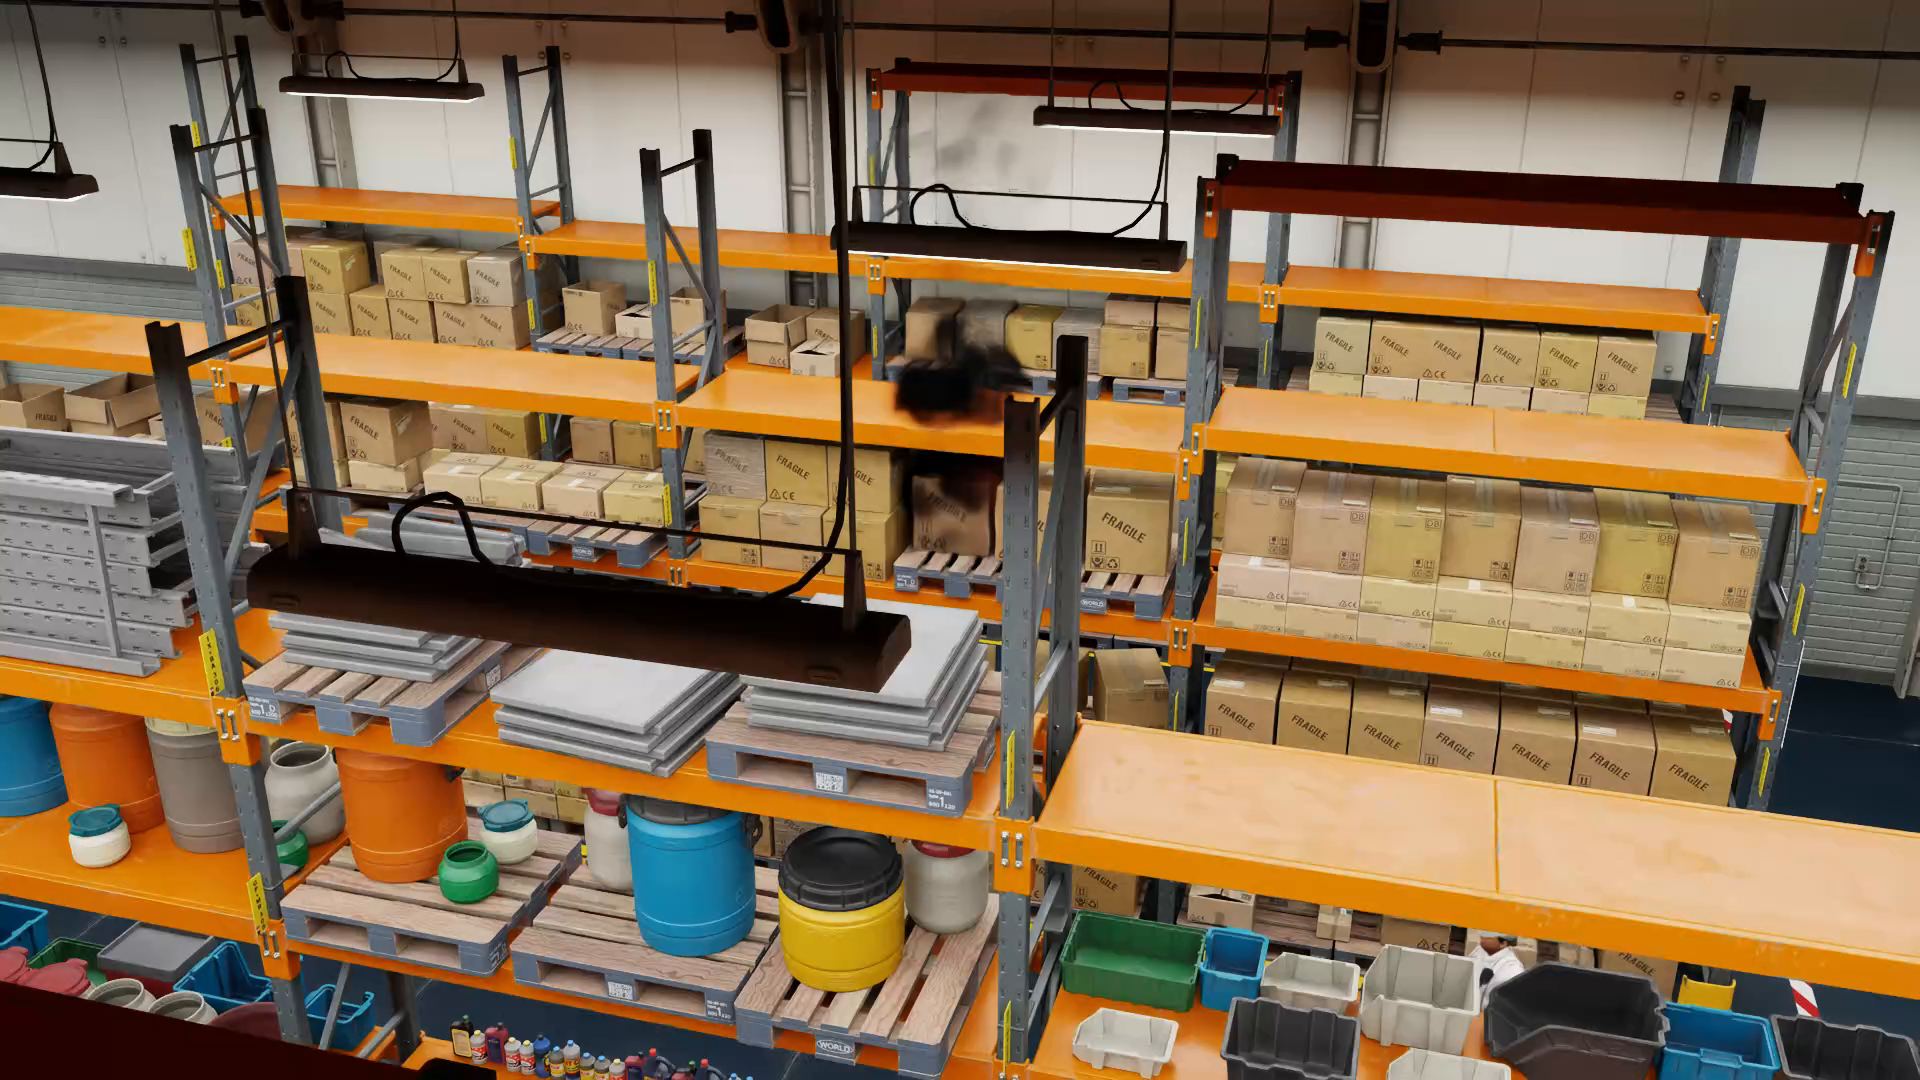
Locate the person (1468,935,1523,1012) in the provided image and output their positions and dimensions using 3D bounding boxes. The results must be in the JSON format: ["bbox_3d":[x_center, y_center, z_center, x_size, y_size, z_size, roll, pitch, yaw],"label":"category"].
[{"bbox_3d":[3.488,3.223,10.932,0.734,1.707,0.637,1,23,3],"label":"person"}]
